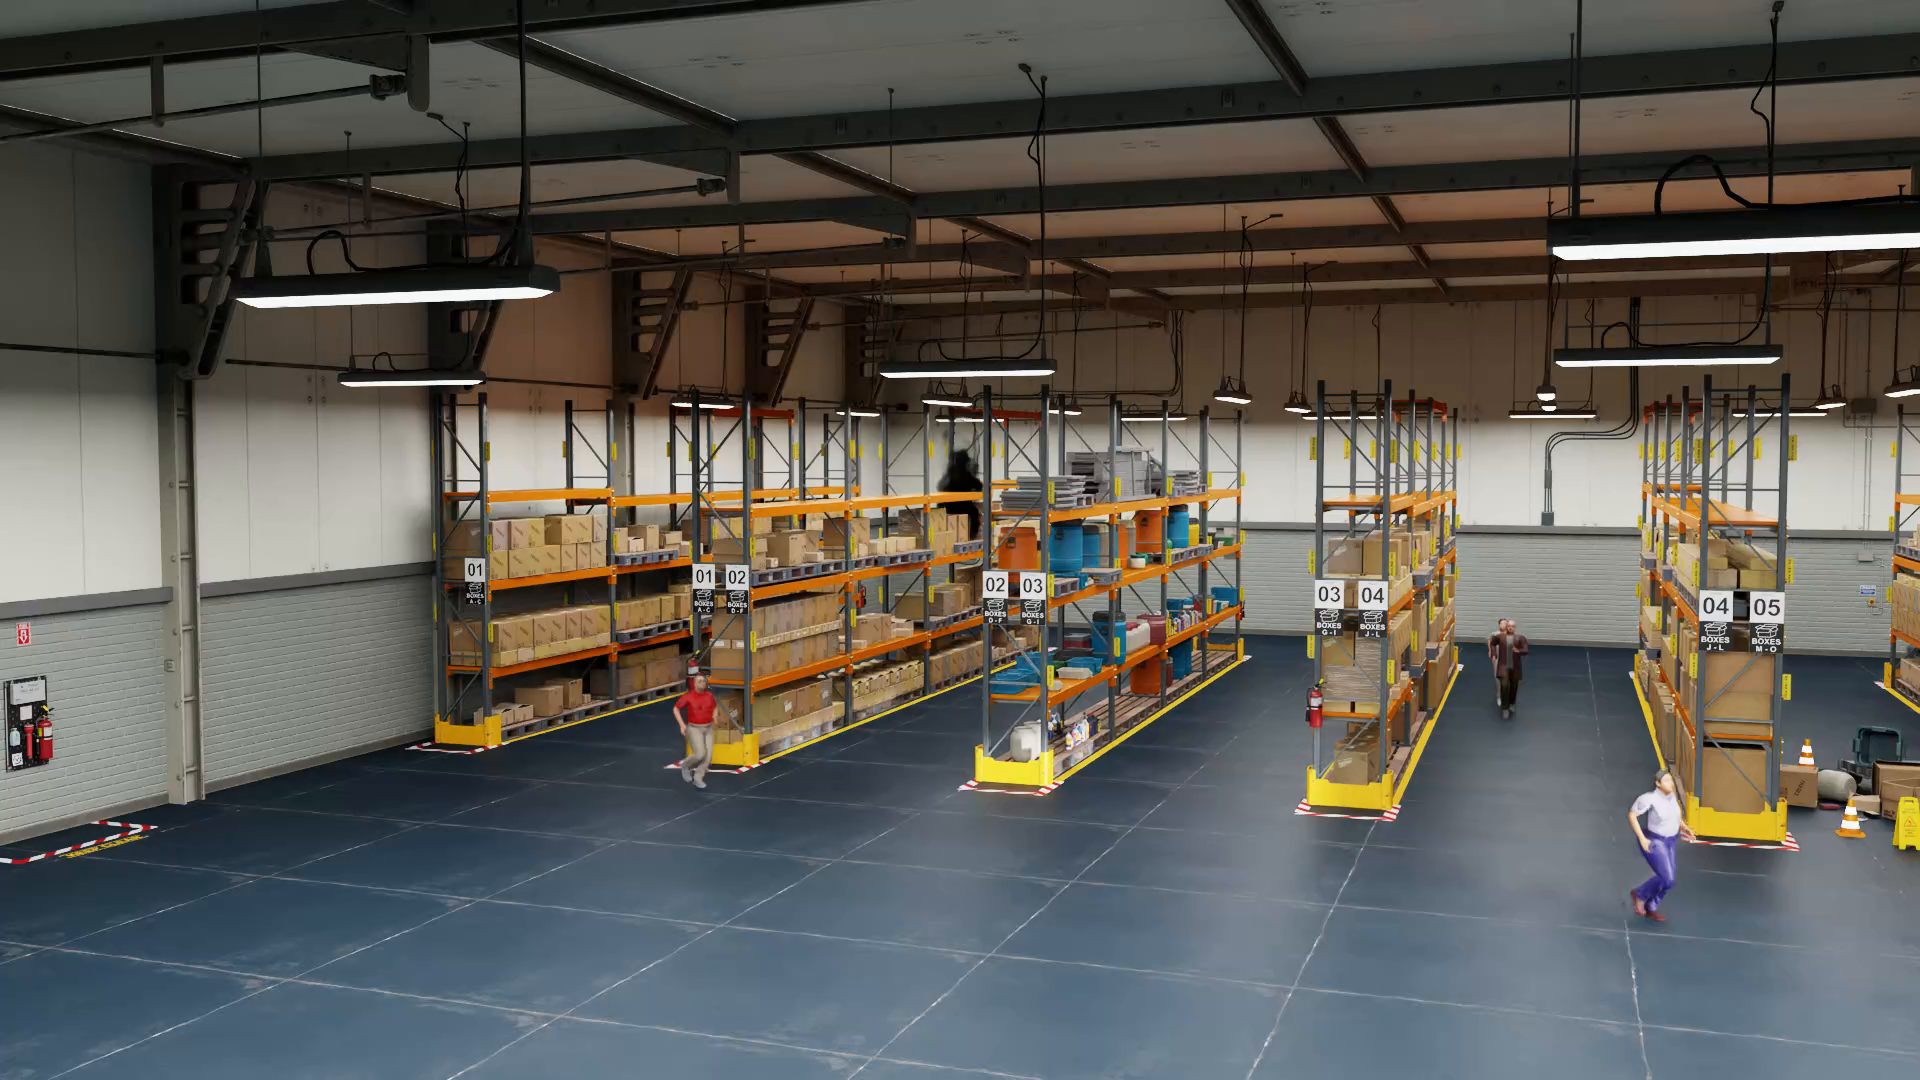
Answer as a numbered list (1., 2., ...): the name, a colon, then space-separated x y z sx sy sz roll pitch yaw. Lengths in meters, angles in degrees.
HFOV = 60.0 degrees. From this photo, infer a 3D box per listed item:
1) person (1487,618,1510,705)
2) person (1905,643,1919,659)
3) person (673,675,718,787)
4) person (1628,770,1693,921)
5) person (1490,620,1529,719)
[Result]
1. person: 10.767 2.383 33.016 0.562 1.660 0.966 1 3 16
2. person: 20.873 2.193 36.337 0.759 1.713 0.936 -2 3 -28
3. person: -3.856 2.849 24.729 0.666 1.685 0.595 -3 4 -40
4. person: 7.494 3.255 17.708 0.614 1.615 0.538 -2 4 -32
5. person: 10.376 2.419 31.398 0.687 1.807 0.991 1 3 14
